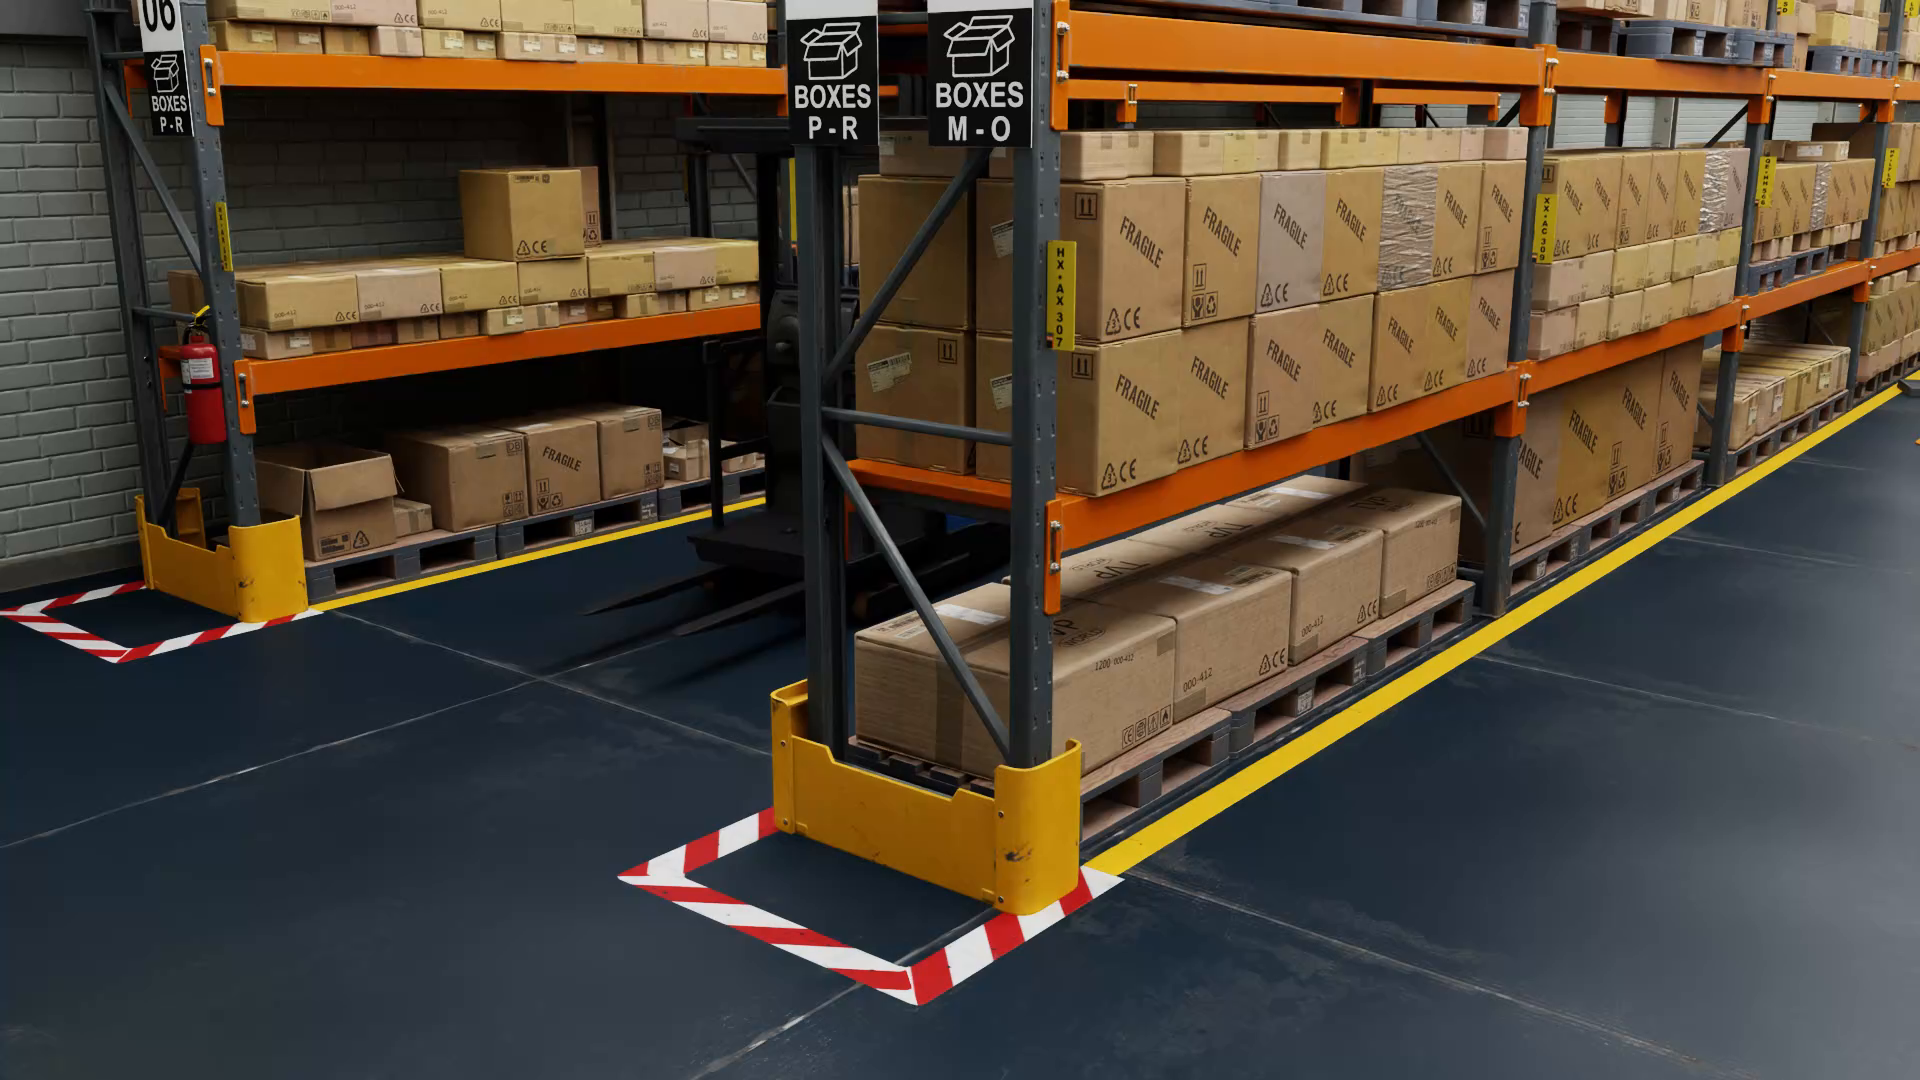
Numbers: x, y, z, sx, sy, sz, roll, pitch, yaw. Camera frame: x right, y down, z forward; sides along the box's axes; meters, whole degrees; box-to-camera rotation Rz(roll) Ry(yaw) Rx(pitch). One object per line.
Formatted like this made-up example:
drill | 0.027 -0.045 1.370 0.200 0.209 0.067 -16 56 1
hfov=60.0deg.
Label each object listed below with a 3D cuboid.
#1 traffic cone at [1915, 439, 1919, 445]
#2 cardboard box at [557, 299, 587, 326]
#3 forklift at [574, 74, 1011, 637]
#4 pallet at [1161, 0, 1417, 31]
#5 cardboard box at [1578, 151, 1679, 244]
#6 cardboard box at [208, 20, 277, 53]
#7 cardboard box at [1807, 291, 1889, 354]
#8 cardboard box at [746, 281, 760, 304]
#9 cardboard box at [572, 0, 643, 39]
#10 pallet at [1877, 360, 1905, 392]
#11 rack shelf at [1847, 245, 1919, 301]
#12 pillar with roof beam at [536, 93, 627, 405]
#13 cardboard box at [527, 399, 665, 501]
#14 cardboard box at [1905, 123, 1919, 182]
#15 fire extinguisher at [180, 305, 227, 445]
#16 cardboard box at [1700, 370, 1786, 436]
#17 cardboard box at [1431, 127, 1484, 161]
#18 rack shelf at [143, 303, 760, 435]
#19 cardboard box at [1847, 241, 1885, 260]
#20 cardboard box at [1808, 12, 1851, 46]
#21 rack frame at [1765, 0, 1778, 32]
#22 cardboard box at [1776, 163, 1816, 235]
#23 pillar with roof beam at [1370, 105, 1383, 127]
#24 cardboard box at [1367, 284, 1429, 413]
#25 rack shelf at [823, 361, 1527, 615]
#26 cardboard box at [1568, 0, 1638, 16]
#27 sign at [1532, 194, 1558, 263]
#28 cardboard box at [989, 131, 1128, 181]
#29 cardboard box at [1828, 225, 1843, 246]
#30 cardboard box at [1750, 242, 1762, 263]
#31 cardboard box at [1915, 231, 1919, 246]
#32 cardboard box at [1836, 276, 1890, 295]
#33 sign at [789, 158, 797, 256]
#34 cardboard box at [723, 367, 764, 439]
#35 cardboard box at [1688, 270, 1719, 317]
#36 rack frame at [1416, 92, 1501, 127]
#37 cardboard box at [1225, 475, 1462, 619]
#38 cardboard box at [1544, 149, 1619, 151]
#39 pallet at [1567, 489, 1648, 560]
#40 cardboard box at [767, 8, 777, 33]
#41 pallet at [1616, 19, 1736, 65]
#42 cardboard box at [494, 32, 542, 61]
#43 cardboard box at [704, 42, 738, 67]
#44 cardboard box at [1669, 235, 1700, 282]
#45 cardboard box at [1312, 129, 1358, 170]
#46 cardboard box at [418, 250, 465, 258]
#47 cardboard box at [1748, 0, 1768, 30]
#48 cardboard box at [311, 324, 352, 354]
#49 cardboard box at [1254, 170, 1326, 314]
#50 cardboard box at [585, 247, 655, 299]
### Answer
traffic cone | 7.728 -0.979 13.036 0.336 0.463 0.334 11 18 38
cardboard box | -2.460 -1.383 9.985 0.380 0.149 0.250 11 18 37
forklift | -0.740 -1.130 8.620 1.130 2.935 3.031 9 17 31
pallet | 1.101 -2.154 6.596 1.003 0.211 1.213 11 18 38
cardboard box | 3.826 -2.001 9.672 0.500 0.500 0.500 11 18 37
cardboard box | -3.605 -2.489 8.246 0.380 0.149 0.250 12 18 39
cardboard box | 7.999 -1.968 14.986 0.500 0.500 0.500 12 19 40
cardboard box | -1.477 -1.676 11.138 0.380 0.149 0.250 12 18 38
cardboard box | -2.230 -3.094 9.820 0.500 0.250 0.500 12 18 39
pallet | 8.580 -1.680 16.306 1.003 0.211 1.213 11 18 38
rack shelf | 8.676 -2.697 16.107 1.077 0.370 4.000 11 18 38
pillar with roof beam | 0.737 -4.145 8.164 9.100 9.000 0.400 11 18 38
cardboard box | -2.309 -0.583 10.548 0.700 0.500 0.500 10 18 35
cardboard box | 8.202 -3.485 14.910 0.700 0.500 0.500 11 18 38
fire extinguisher | -3.720 -0.814 8.149 0.296 0.674 0.183 11 18 38
cardboard box | 5.725 -1.076 12.749 0.950 0.372 0.625 11 18 36
cardboard box | 2.194 -1.836 7.706 0.380 0.149 0.250 12 18 39
rack shelf | -2.730 -1.166 10.082 1.077 0.370 4.000 11 18 38
cardboard box | 7.866 -2.551 14.584 0.380 0.149 0.250 11 18 37
cardboard box | 6.521 -3.919 12.818 0.500 0.250 0.500 12 18 38
rack frame | 4.905 -4.804 10.757 1.000 3.000 0.127 11 18 38
cardboard box | 6.018 -2.547 12.395 0.500 0.500 0.500 12 18 38
pillar with roof beam | 8.279 -6.443 17.211 9.100 9.000 0.400 11 18 38
cardboard box | 1.674 -0.852 7.183 0.500 0.500 0.500 11 18 37
rack shelf | 1.133 -0.399 7.061 1.077 0.370 4.000 11 18 38
cardboard box | 3.170 -2.960 8.535 0.500 0.500 0.500 11 18 37
sign | 2.823 -1.503 8.027 0.100 0.325 0.005 11 18 38
cardboard box | 0.315 -1.237 5.349 0.380 0.149 0.250 12 18 39
cardboard box | 6.839 -2.451 13.336 0.380 0.149 0.250 11 18 38
cardboard box | 5.457 -2.061 11.799 0.380 0.149 0.250 10 17 34
cardboard box | 9.115 -2.946 16.138 0.380 0.149 0.250 11 18 37
cardboard box | 8.125 -2.297 14.964 0.380 0.149 0.250 12 18 38
sign | -0.537 -1.127 5.634 0.100 0.325 0.005 11 18 38
cardboard box | -1.394 -1.030 12.308 0.500 0.500 0.500 11 18 37
cardboard box | 4.480 -1.586 10.580 0.500 0.250 0.500 12 18 39
rack frame | 6.069 -4.196 20.547 1.000 3.000 0.127 11 18 38
cardboard box | 1.912 0.012 8.336 0.875 0.438 0.875 11 18 37
cardboard box | 3.763 -2.180 10.377 0.500 0.500 0.500 12 18 39
pallet | 3.583 -0.173 10.375 1.003 0.211 1.213 11 18 38
cardboard box | -1.336 -3.551 11.369 0.380 0.149 0.250 11 18 37
pallet | 3.841 -2.913 9.787 1.003 0.211 1.213 12 19 40
cardboard box | -2.566 -2.767 9.343 0.380 0.149 0.250 11 18 38
cardboard box | -1.625 -3.069 10.529 0.380 0.149 0.250 11 18 37
cardboard box | 4.172 -1.734 10.146 0.500 0.250 0.500 11 18 36
cardboard box | 1.322 -1.527 6.492 0.380 0.149 0.250 11 18 36
cardboard box | -2.935 -1.625 10.128 0.500 0.250 0.500 11 18 37
cardboard box | 4.785 -3.508 10.686 0.797 0.503 0.637 10 17 34
cardboard box | -3.443 -1.086 8.817 0.380 0.149 0.250 12 18 39
cardboard box | 1.036 -1.145 6.304 0.500 0.500 0.500 11 18 37
cardboard box | -2.230 -1.642 10.196 0.500 0.250 0.500 11 18 37
